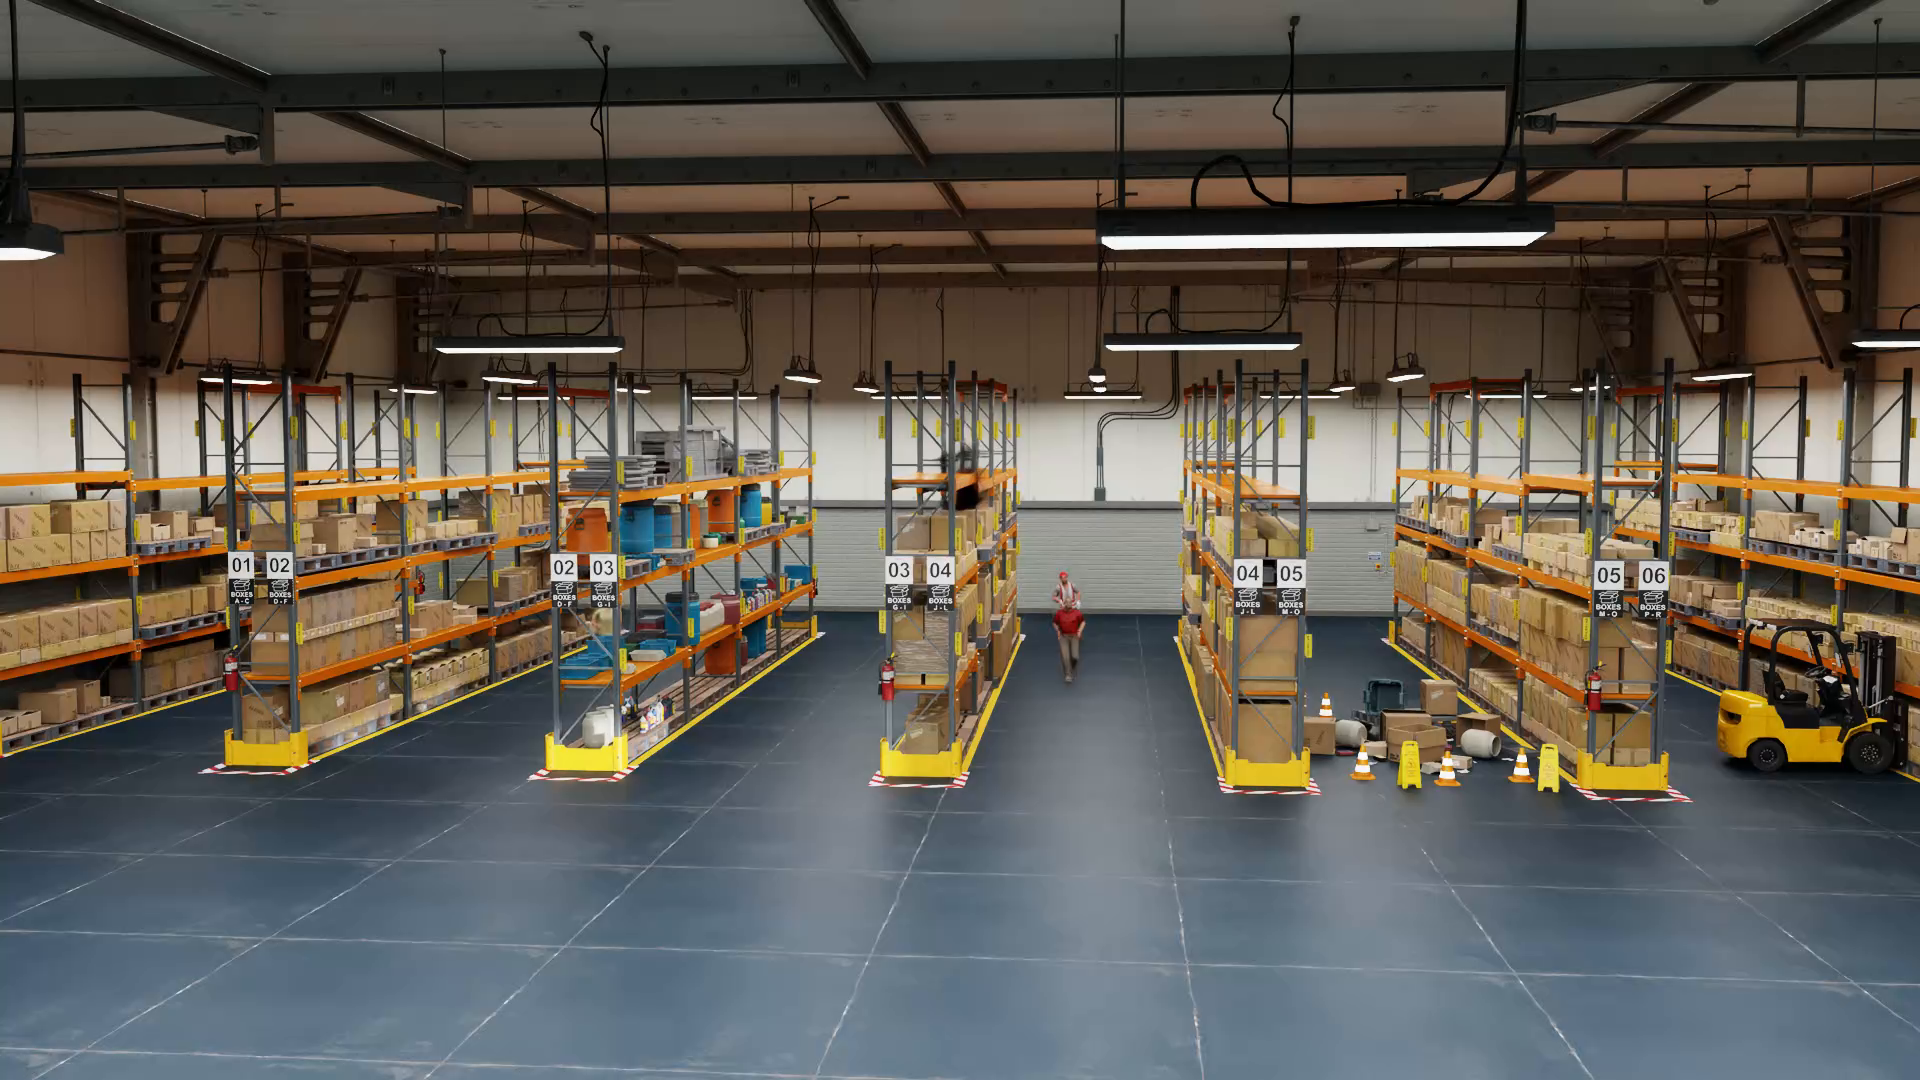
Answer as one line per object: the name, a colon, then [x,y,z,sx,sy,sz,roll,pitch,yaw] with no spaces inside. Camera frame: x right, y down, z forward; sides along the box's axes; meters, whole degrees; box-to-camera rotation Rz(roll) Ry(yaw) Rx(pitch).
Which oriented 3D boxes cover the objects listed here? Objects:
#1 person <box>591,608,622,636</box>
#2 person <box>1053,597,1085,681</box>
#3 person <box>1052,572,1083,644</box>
person: [-7.111,1.948,33.432,0.580,1.670,0.972,0,4,-6]
person: [2.170,1.979,33.157,0.640,1.679,0.596,0,4,5]
person: [2.528,1.590,38.818,0.739,1.711,0.551,0,4,-1]
